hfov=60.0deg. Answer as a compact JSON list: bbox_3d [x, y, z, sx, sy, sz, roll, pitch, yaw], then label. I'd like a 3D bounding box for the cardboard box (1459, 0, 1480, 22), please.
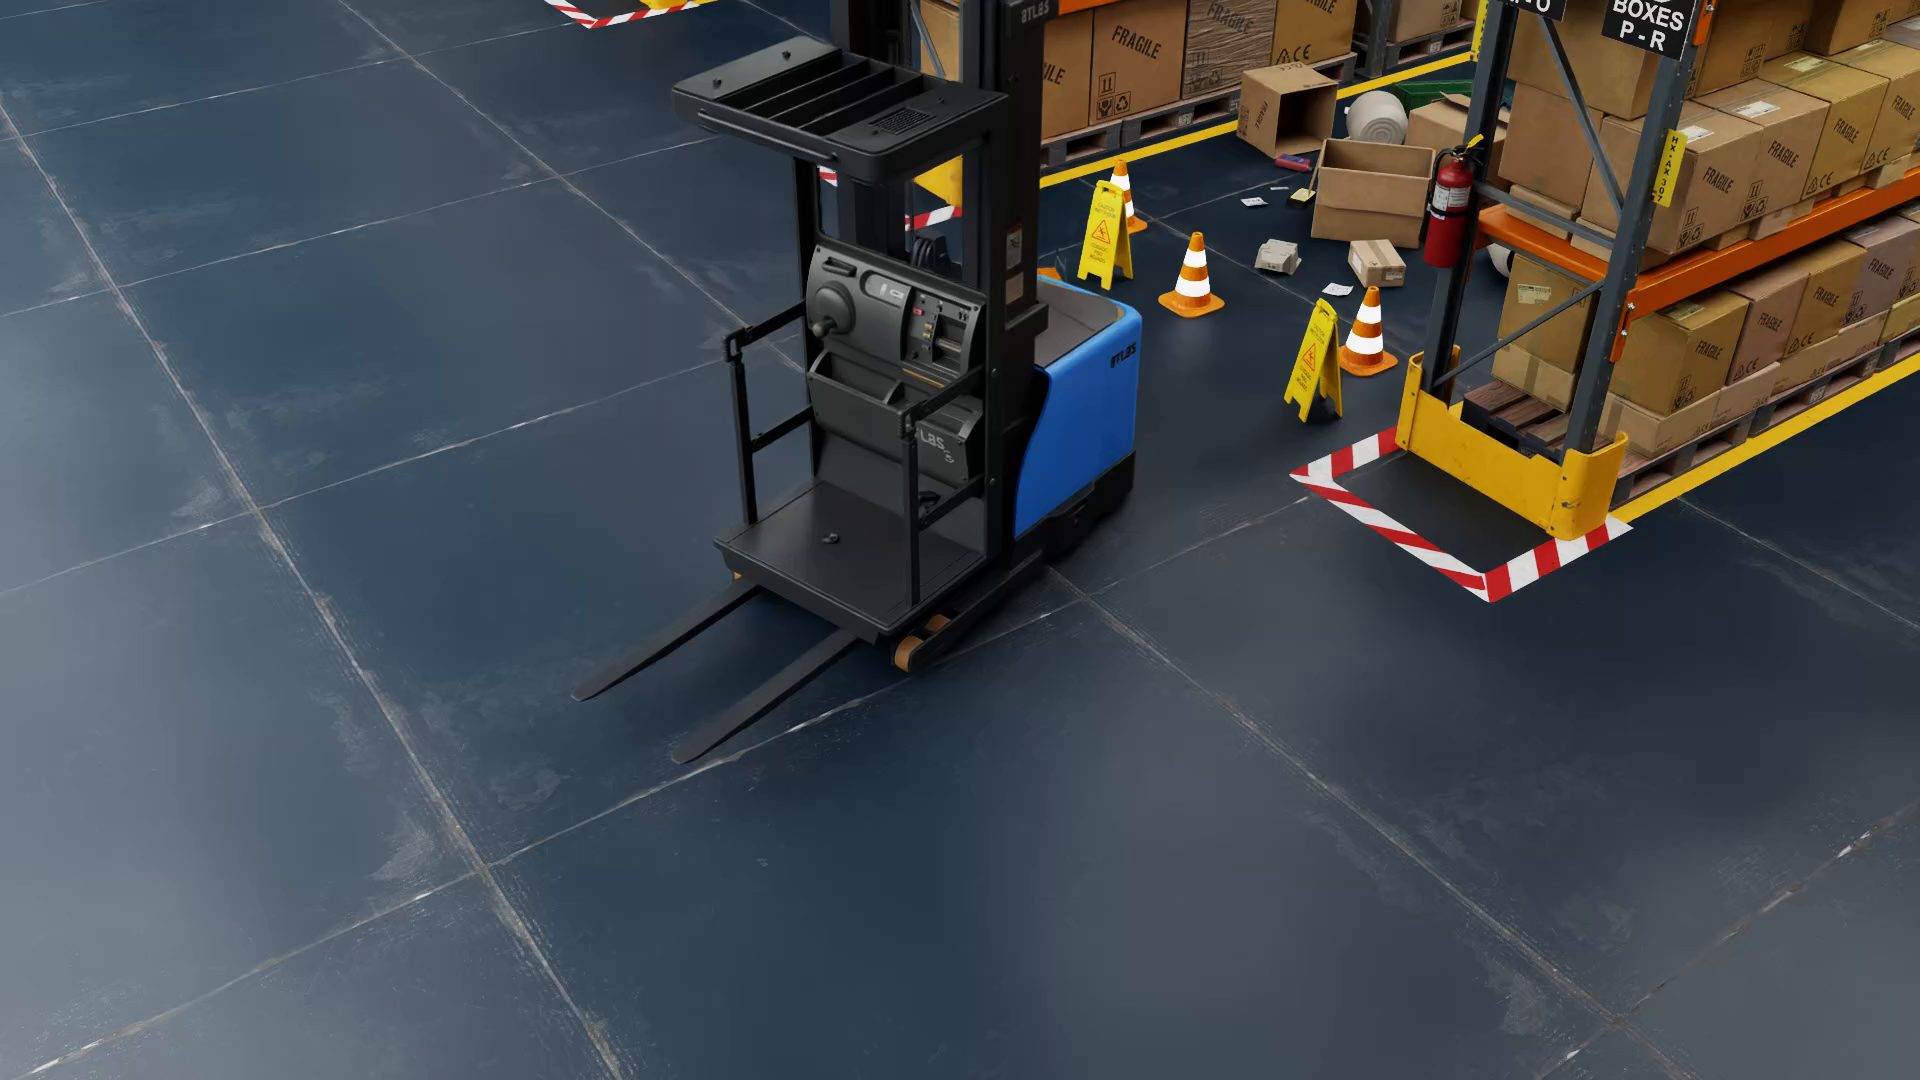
[{"bbox_3d":[4.322,-5.014,14.220,0.750,0.750,1.050,-22,41,-28],"label":"cardboard box"}]

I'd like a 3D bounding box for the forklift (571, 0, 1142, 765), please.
[{"bbox_3d":[-0.426,-0.925,7.026,1.130,2.935,3.031,25,43,31],"label":"forklift"}]

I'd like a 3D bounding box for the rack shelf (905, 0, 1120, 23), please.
[{"bbox_3d":[1.441,-4.218,12.162,4.000,0.370,1.077,-22,41,-28],"label":"rack shelf"}]

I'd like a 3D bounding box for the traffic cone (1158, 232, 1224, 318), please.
[{"bbox_3d":[1.431,-1.655,10.155,0.334,0.463,0.336,-22,41,-28],"label":"traffic cone"}]

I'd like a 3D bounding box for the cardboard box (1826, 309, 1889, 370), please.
[{"bbox_3d":[4.833,-1.229,9.385,0.500,0.250,0.500,-22,41,-27],"label":"cardboard box"}]

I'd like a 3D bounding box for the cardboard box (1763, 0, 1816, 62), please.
[{"bbox_3d":[3.807,-2.740,8.293,0.500,0.500,0.700,-23,42,-28],"label":"cardboard box"}]

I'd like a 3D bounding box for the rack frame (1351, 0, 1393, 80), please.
[{"bbox_3d":[3.075,-5.183,12.887,0.127,3.000,1.000,-22,41,-28],"label":"rack frame"}]

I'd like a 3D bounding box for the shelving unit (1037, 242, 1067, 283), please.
[{"bbox_3d":[0.399,-1.040,8.796,0.252,1.050,0.215,-7,36,-9],"label":"shelving unit"}]

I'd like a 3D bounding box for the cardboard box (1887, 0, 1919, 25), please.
[{"bbox_3d":[4.669,-3.060,8.739,0.500,0.500,0.700,-23,42,-29],"label":"cardboard box"}]

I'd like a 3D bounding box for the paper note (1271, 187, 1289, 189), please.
[{"bbox_3d":[2.244,-2.470,11.676,0.123,0.001,0.032,-3,36,-4],"label":"paper note"}]

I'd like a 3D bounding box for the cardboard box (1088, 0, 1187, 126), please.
[{"bbox_3d":[1.040,-3.702,12.288,0.875,0.875,0.875,-23,42,-29],"label":"cardboard box"}]

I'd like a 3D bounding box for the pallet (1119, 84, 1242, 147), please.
[{"bbox_3d":[1.411,-3.420,12.824,1.213,0.211,1.003,-22,41,-28],"label":"pallet"}]

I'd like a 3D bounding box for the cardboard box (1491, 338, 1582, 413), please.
[{"bbox_3d":[3.265,-0.972,9.027,0.500,0.250,0.500,-23,41,-28],"label":"cardboard box"}]

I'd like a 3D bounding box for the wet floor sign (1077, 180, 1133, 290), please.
[{"bbox_3d":[0.923,-1.927,10.377,0.267,0.644,0.232,30,45,35],"label":"wet floor sign"}]

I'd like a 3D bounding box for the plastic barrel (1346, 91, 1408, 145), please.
[{"bbox_3d":[3.032,-3.023,12.091,0.421,0.421,0.512,3,36,4],"label":"plastic barrel"}]

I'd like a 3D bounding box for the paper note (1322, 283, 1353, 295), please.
[{"bbox_3d":[2.366,-1.572,10.409,0.148,0.019,0.142,22,41,28],"label":"paper note"}]

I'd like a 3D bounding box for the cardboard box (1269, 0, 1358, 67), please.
[{"bbox_3d":[2.521,-4.313,13.137,0.875,0.875,0.875,-22,41,-27],"label":"cardboard box"}]

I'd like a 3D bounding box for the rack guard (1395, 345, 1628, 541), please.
[{"bbox_3d":[2.802,-0.520,8.544,0.348,0.500,1.175,-22,41,-28],"label":"rack guard"}]

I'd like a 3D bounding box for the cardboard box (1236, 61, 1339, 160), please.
[{"bbox_3d":[2.398,-3.157,12.209,0.500,0.500,0.500,-15,38,-20],"label":"cardboard box"}]

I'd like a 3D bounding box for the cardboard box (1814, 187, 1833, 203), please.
[{"bbox_3d":[4.206,-1.849,8.467,0.250,0.149,0.380,-21,41,-26],"label":"cardboard box"}]

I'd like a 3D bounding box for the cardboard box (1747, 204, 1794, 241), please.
[{"bbox_3d":[3.833,-1.628,8.160,0.250,0.149,0.380,-22,41,-27],"label":"cardboard box"}]

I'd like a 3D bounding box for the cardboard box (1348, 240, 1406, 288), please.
[{"bbox_3d":[2.647,-1.756,10.565,0.250,0.149,0.380,-3,36,-4],"label":"cardboard box"}]

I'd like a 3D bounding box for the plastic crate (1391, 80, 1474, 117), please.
[{"bbox_3d":[3.688,-3.381,12.741,0.662,0.188,0.450,-3,26,-4],"label":"plastic crate"}]

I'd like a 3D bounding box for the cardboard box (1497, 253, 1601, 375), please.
[{"bbox_3d":[3.245,-1.262,8.788,0.500,0.500,0.500,-22,41,-28],"label":"cardboard box"}]

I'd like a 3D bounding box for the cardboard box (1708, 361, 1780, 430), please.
[{"bbox_3d":[3.980,-0.871,8.887,0.500,0.250,0.500,-21,41,-26],"label":"cardboard box"}]

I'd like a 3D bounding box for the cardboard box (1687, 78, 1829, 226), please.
[{"bbox_3d":[3.708,-1.873,7.945,0.500,0.500,0.500,-21,41,-27],"label":"cardboard box"}]

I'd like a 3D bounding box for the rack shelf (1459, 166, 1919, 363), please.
[{"bbox_3d":[4.375,-1.890,8.924,4.000,0.370,1.077,-22,41,-28],"label":"rack shelf"}]

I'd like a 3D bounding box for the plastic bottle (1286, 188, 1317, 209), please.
[{"bbox_3d":[2.377,-2.373,11.497,0.133,0.061,0.283,22,41,28],"label":"plastic bottle"}]

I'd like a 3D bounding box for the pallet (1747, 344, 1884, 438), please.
[{"bbox_3d":[4.483,-1.067,9.553,1.213,0.211,1.003,-22,41,-28],"label":"pallet"}]

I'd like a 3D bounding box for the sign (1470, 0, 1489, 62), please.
[{"bbox_3d":[2.437,-2.379,7.726,0.005,0.325,0.100,-22,41,-28],"label":"sign"}]

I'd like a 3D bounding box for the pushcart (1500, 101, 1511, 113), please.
[{"bbox_3d":[4.655,-2.861,11.905,1.648,0.377,0.936,22,41,28],"label":"pushcart"}]

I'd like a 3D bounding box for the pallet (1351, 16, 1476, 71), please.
[{"bbox_3d":[3.663,-4.346,14.112,1.213,0.211,1.003,-22,41,-28],"label":"pallet"}]

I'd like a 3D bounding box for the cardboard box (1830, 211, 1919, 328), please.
[{"bbox_3d":[4.849,-1.542,9.178,0.500,0.500,0.500,-20,40,-26],"label":"cardboard box"}]

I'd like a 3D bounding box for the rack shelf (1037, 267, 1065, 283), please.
[{"bbox_3d":[0.400,-1.262,8.637,0.240,0.259,0.215,-7,36,-9],"label":"rack shelf"}]

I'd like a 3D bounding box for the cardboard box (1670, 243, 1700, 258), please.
[{"bbox_3d":[3.335,-1.514,8.002,0.250,0.149,0.380,-22,41,-27],"label":"cardboard box"}]

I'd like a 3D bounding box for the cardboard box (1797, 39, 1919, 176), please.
[{"bbox_3d":[4.535,-2.220,8.427,0.500,0.500,0.500,-23,42,-29],"label":"cardboard box"}]

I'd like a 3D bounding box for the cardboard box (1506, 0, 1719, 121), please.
[{"bbox_3d":[3.032,-2.352,7.755,0.500,0.500,0.700,-23,42,-29],"label":"cardboard box"}]

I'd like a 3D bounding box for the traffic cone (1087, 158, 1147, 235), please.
[{"bbox_3d":[1.058,-2.308,11.063,0.334,0.463,0.336,-22,41,-28],"label":"traffic cone"}]

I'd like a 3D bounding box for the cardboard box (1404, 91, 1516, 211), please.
[{"bbox_3d":[3.477,-2.668,11.413,0.503,0.637,0.797,-22,41,-28],"label":"cardboard box"}]

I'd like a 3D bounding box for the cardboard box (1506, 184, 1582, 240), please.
[{"bbox_3d":[2.922,-1.635,8.169,0.250,0.149,0.380,-21,41,-26],"label":"cardboard box"}]

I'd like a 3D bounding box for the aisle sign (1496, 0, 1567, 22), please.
[{"bbox_3d":[2.522,-2.682,7.184,0.004,0.787,0.394,-22,41,-28],"label":"aisle sign"}]

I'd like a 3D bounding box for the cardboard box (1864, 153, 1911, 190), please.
[{"bbox_3d":[4.678,-1.980,8.649,0.250,0.149,0.380,-22,41,-28],"label":"cardboard box"}]

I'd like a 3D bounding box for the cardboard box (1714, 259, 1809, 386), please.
[{"bbox_3d":[4.003,-1.193,8.693,0.500,0.500,0.500,-24,42,-29],"label":"cardboard box"}]
